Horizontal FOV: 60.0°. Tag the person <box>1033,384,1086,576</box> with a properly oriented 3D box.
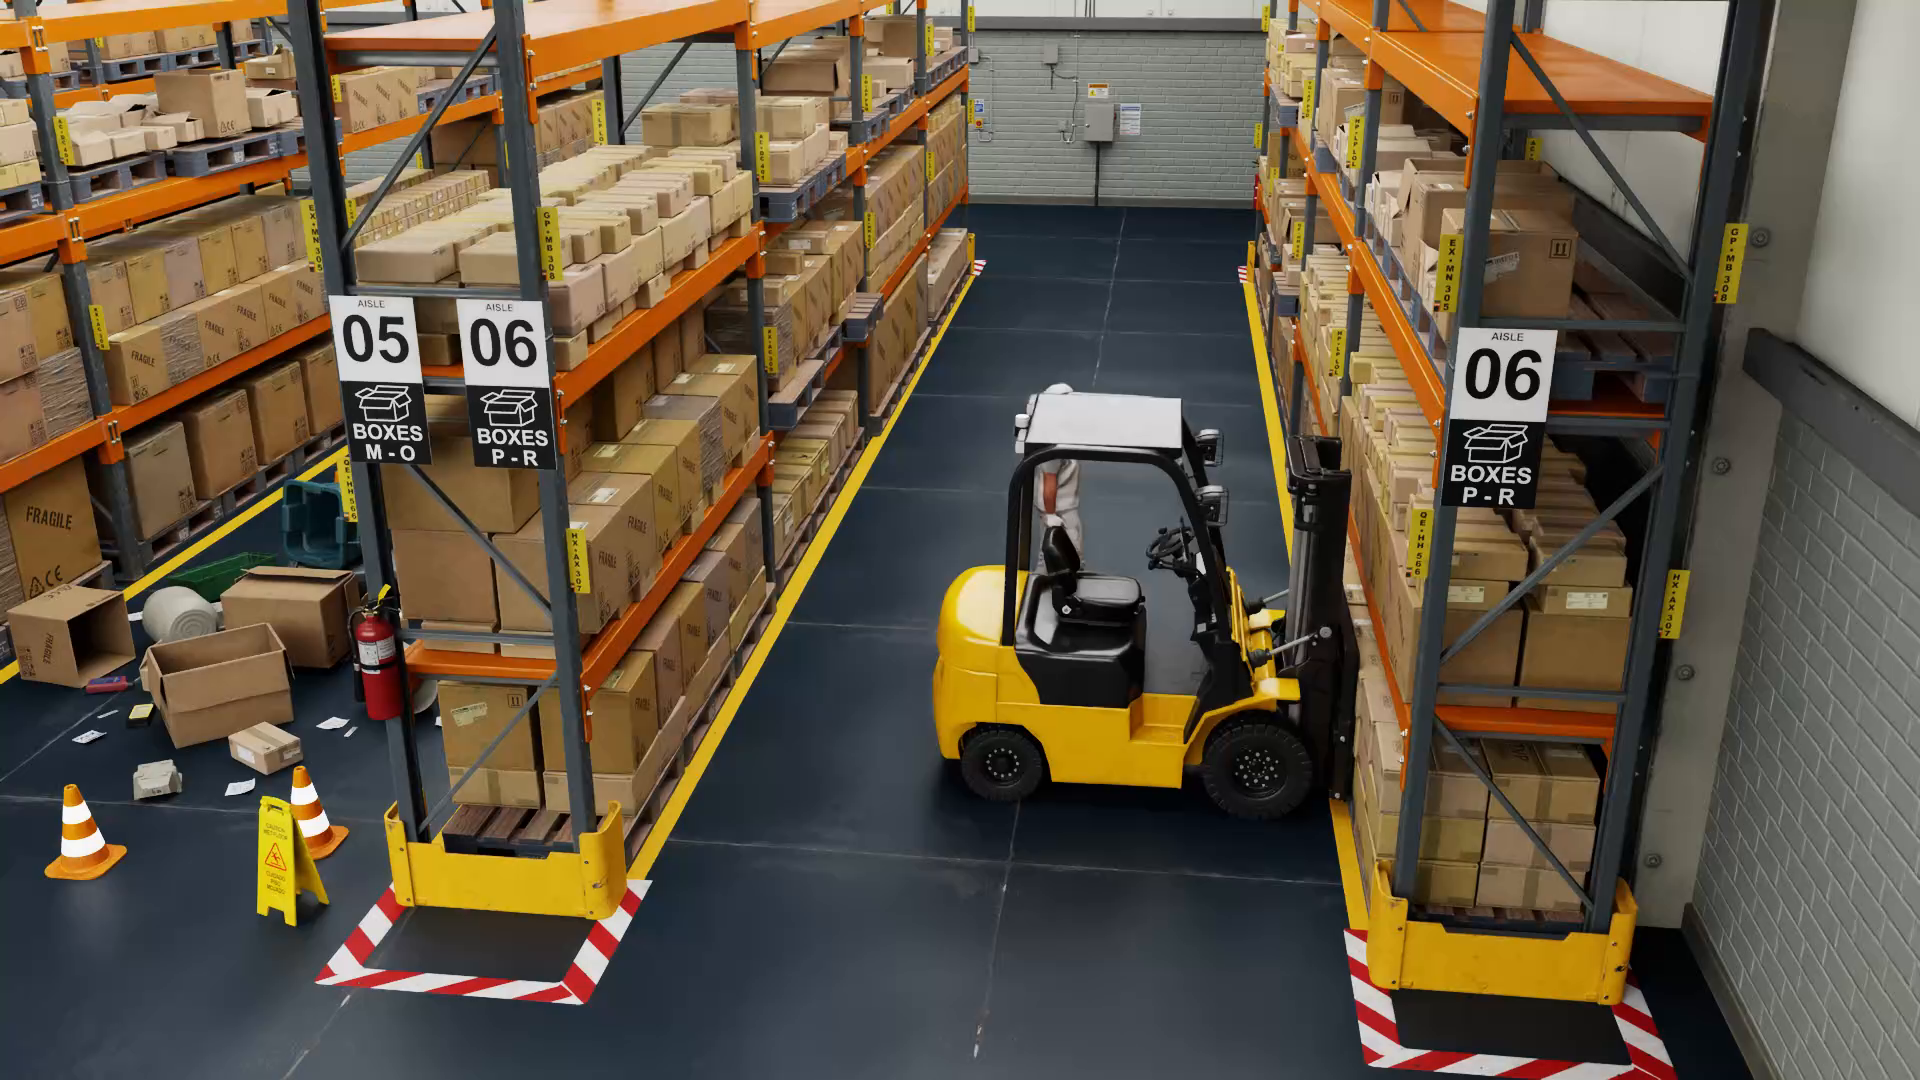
[{"bbox_3d":[0.754,-0.225,11.650,0.485,1.819,0.576,-2,21,-5],"label":"person"}]
